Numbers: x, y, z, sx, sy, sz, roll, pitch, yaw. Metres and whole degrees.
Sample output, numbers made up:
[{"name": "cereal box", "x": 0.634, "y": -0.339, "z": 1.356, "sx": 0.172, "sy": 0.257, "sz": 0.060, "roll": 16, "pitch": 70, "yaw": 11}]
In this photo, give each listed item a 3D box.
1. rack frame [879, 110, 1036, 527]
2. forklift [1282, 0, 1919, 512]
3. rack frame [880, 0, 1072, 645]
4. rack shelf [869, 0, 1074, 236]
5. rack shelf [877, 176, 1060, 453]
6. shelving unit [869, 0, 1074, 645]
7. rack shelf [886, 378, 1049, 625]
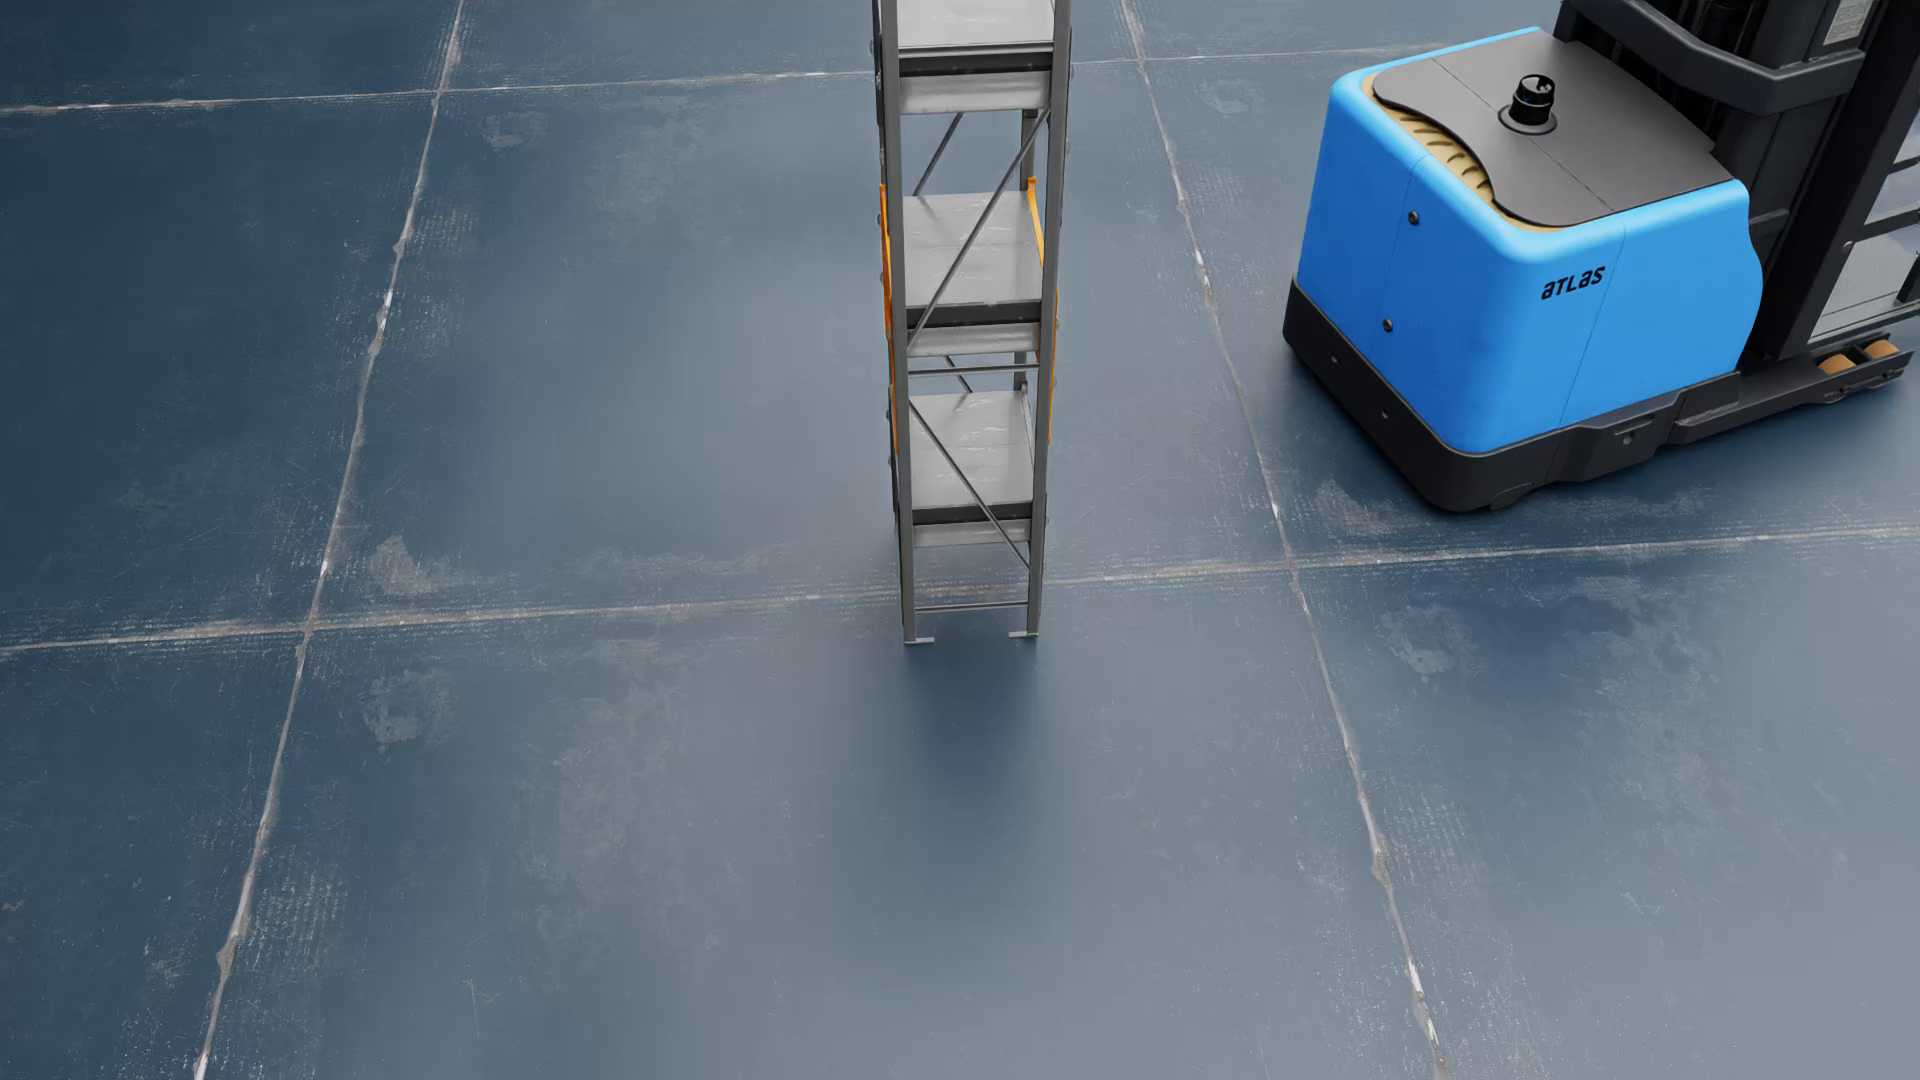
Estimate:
[{"name": "rack frame", "x": -0.007, "y": -0.779, "z": 4.541, "sx": 0.400, "sy": 2.100, "sz": 0.015, "roll": -3, "pitch": 47, "yaw": -3}, {"name": "forklift", "x": 2.696, "y": -1.810, "z": 4.946, "sx": 3.031, "sy": 2.935, "sz": 1.130, "roll": -18, "pitch": 49, "yaw": -16}, {"name": "rack frame", "x": 0.034, "y": -0.426, "z": 4.207, "sx": 0.400, "sy": 2.100, "sz": 0.015, "roll": -3, "pitch": 47, "yaw": -3}, {"name": "rack shelf", "x": 0.014, "y": -1.074, "z": 3.876, "sx": 0.431, "sy": 0.518, "sz": 0.480, "roll": -3, "pitch": 47, "yaw": -3}, {"name": "rack shelf", "x": 0.014, "y": -0.593, "z": 4.384, "sx": 0.431, "sy": 0.518, "sz": 0.480, "roll": -3, "pitch": 47, "yaw": -3}, {"name": "shelving unit", "x": 0.014, "y": -0.602, "z": 4.374, "sx": 0.431, "sy": 2.100, "sz": 0.503, "roll": -3, "pitch": 47, "yaw": -3}, {"name": "rack shelf", "x": 0.014, "y": -0.112, "z": 4.892, "sx": 0.431, "sy": 0.518, "sz": 0.480, "roll": -3, "pitch": 47, "yaw": -3}]
